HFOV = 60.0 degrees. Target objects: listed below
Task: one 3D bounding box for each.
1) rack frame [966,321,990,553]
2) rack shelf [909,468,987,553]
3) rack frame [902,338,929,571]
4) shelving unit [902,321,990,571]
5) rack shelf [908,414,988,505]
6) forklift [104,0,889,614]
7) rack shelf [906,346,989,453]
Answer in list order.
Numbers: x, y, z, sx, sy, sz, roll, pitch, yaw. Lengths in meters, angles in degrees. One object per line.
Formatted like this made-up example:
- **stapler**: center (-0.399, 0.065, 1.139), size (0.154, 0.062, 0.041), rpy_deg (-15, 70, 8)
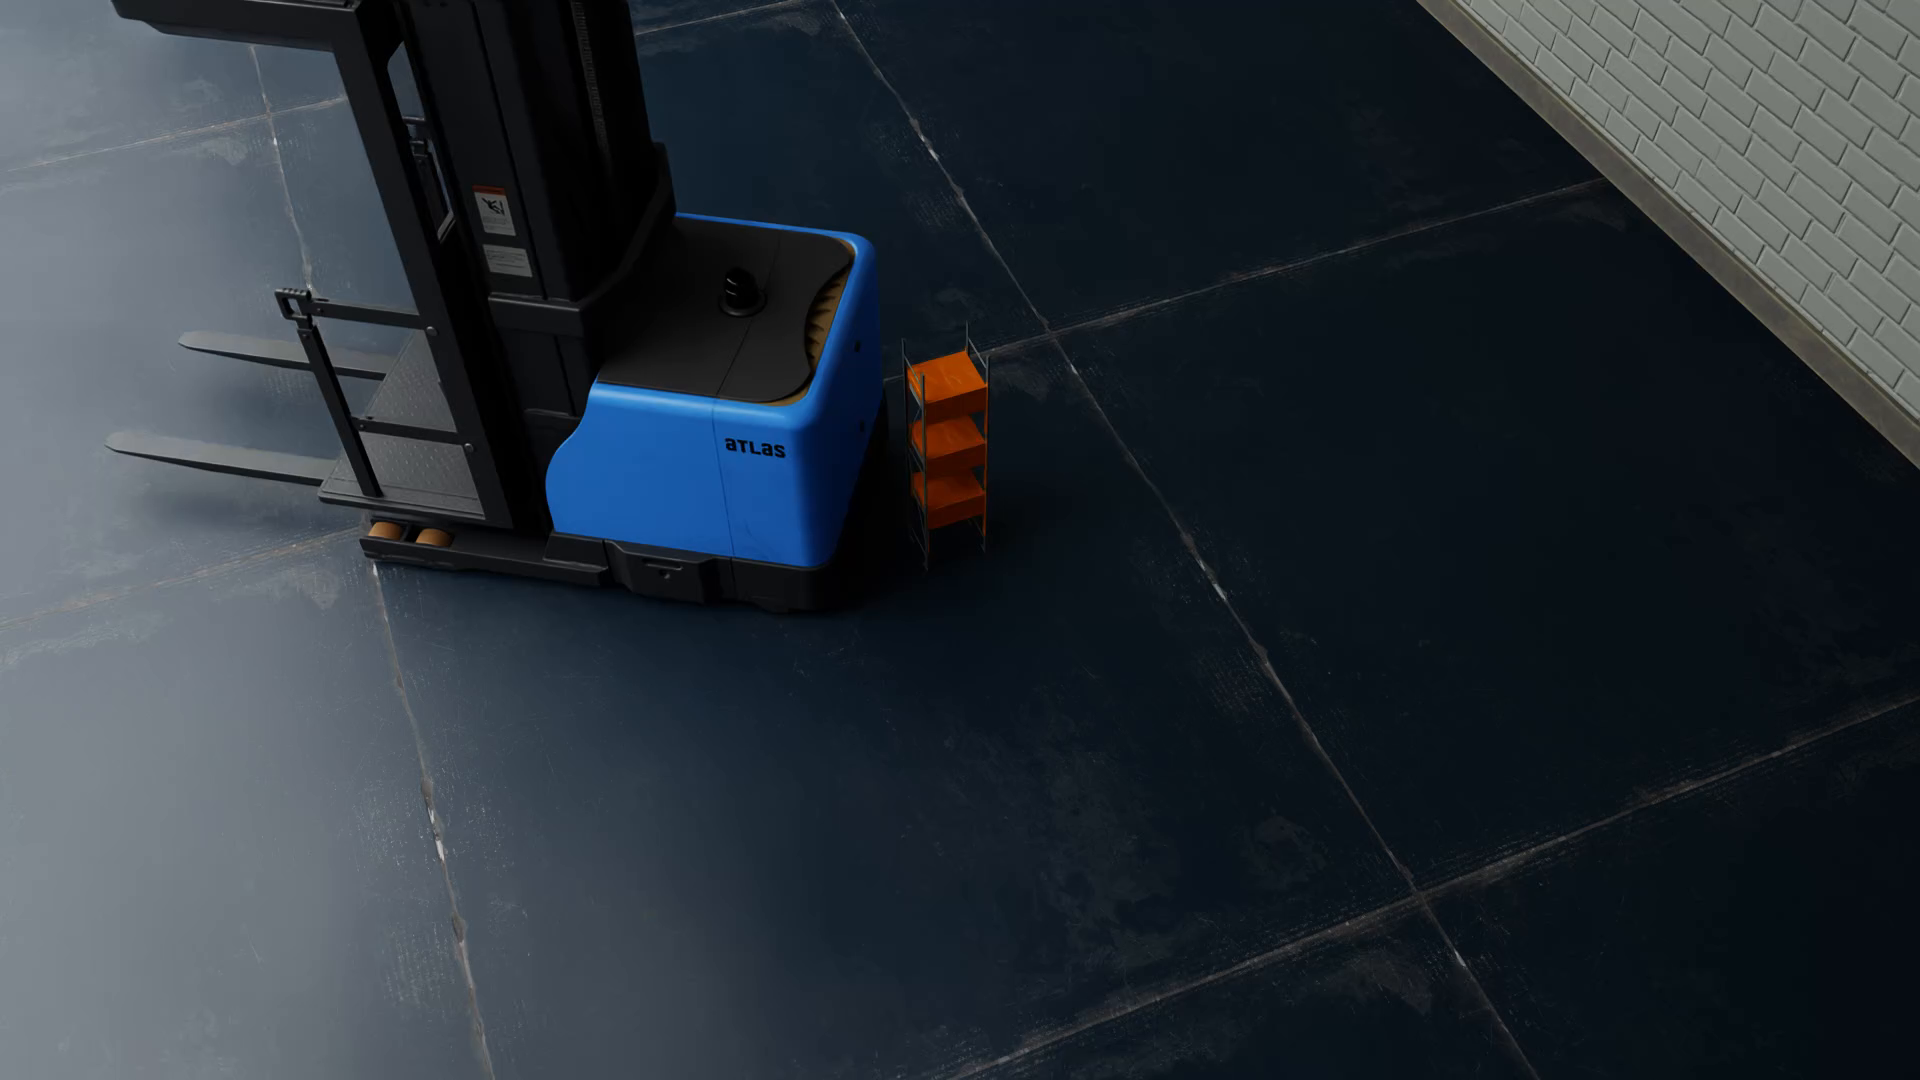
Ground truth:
- **rack frame**: center (0.063, -0.362, 6.209), size (0.008, 1.050, 0.200), rpy_deg (-17, 52, -14)
- **rack shelf**: center (-0.050, -0.139, 6.398), size (0.240, 0.259, 0.215), rpy_deg (-17, 52, -14)
- **rack frame**: center (-0.162, -0.292, 6.149), size (0.008, 1.050, 0.200), rpy_deg (-17, 52, -14)
- **shelving unit**: center (-0.050, -0.327, 6.179), size (0.252, 1.050, 0.215), rpy_deg (-17, 52, -14)
- **rack shelf**: center (-0.050, -0.320, 6.187), size (0.240, 0.259, 0.215), rpy_deg (-17, 52, -14)
- **forklift**: center (-1.863, -1.228, 5.713), size (3.031, 2.935, 1.130), rpy_deg (8, 50, 7)
- **rack shelf**: center (-0.050, -0.505, 5.972), size (0.240, 0.259, 0.215), rpy_deg (-17, 52, -14)
